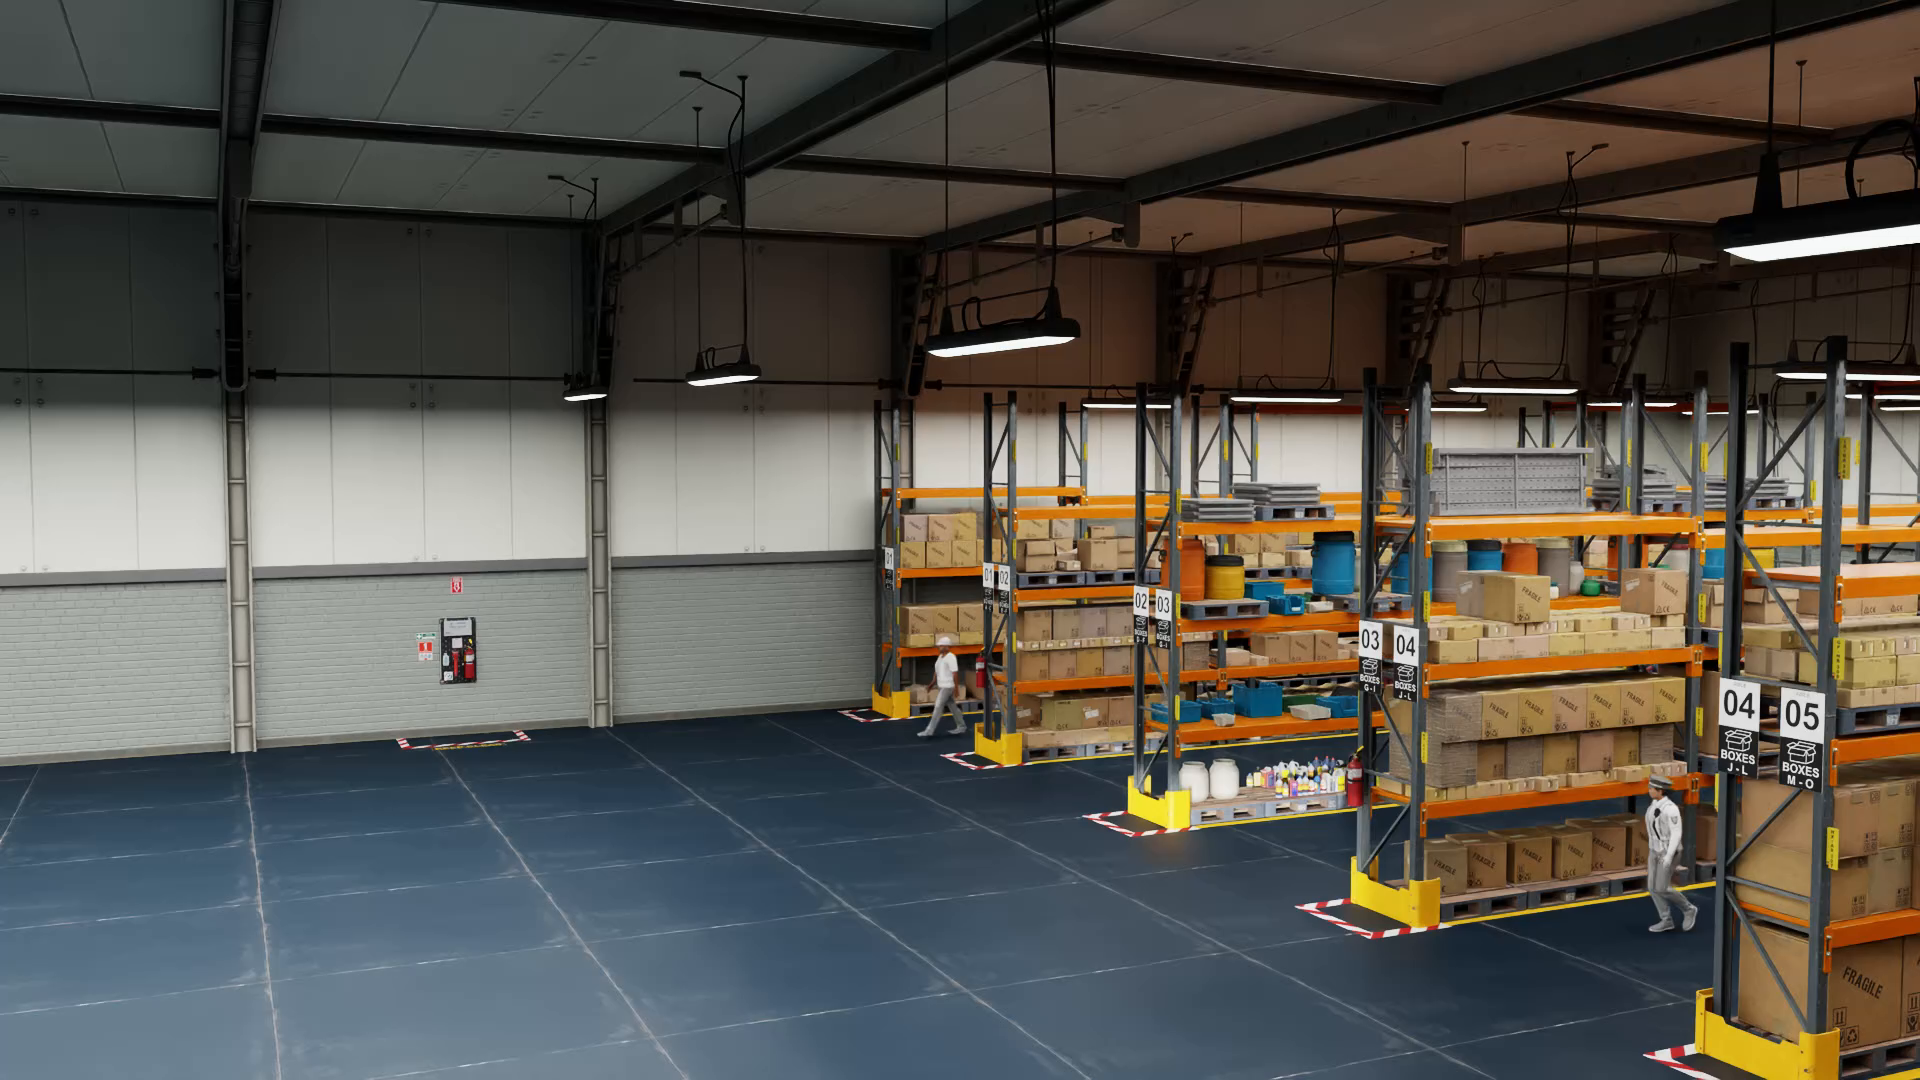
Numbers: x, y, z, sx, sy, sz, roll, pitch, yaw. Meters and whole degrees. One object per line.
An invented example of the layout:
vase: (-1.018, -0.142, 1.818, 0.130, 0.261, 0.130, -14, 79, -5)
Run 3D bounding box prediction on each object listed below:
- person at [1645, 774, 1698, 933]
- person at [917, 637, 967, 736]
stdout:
person: (7.515, 3.316, 17.617, 0.496, 1.661, 0.552, 0, 3, -7)
person: (-0.339, 2.570, 29.249, 0.974, 1.718, 0.588, -1, 3, -16)
